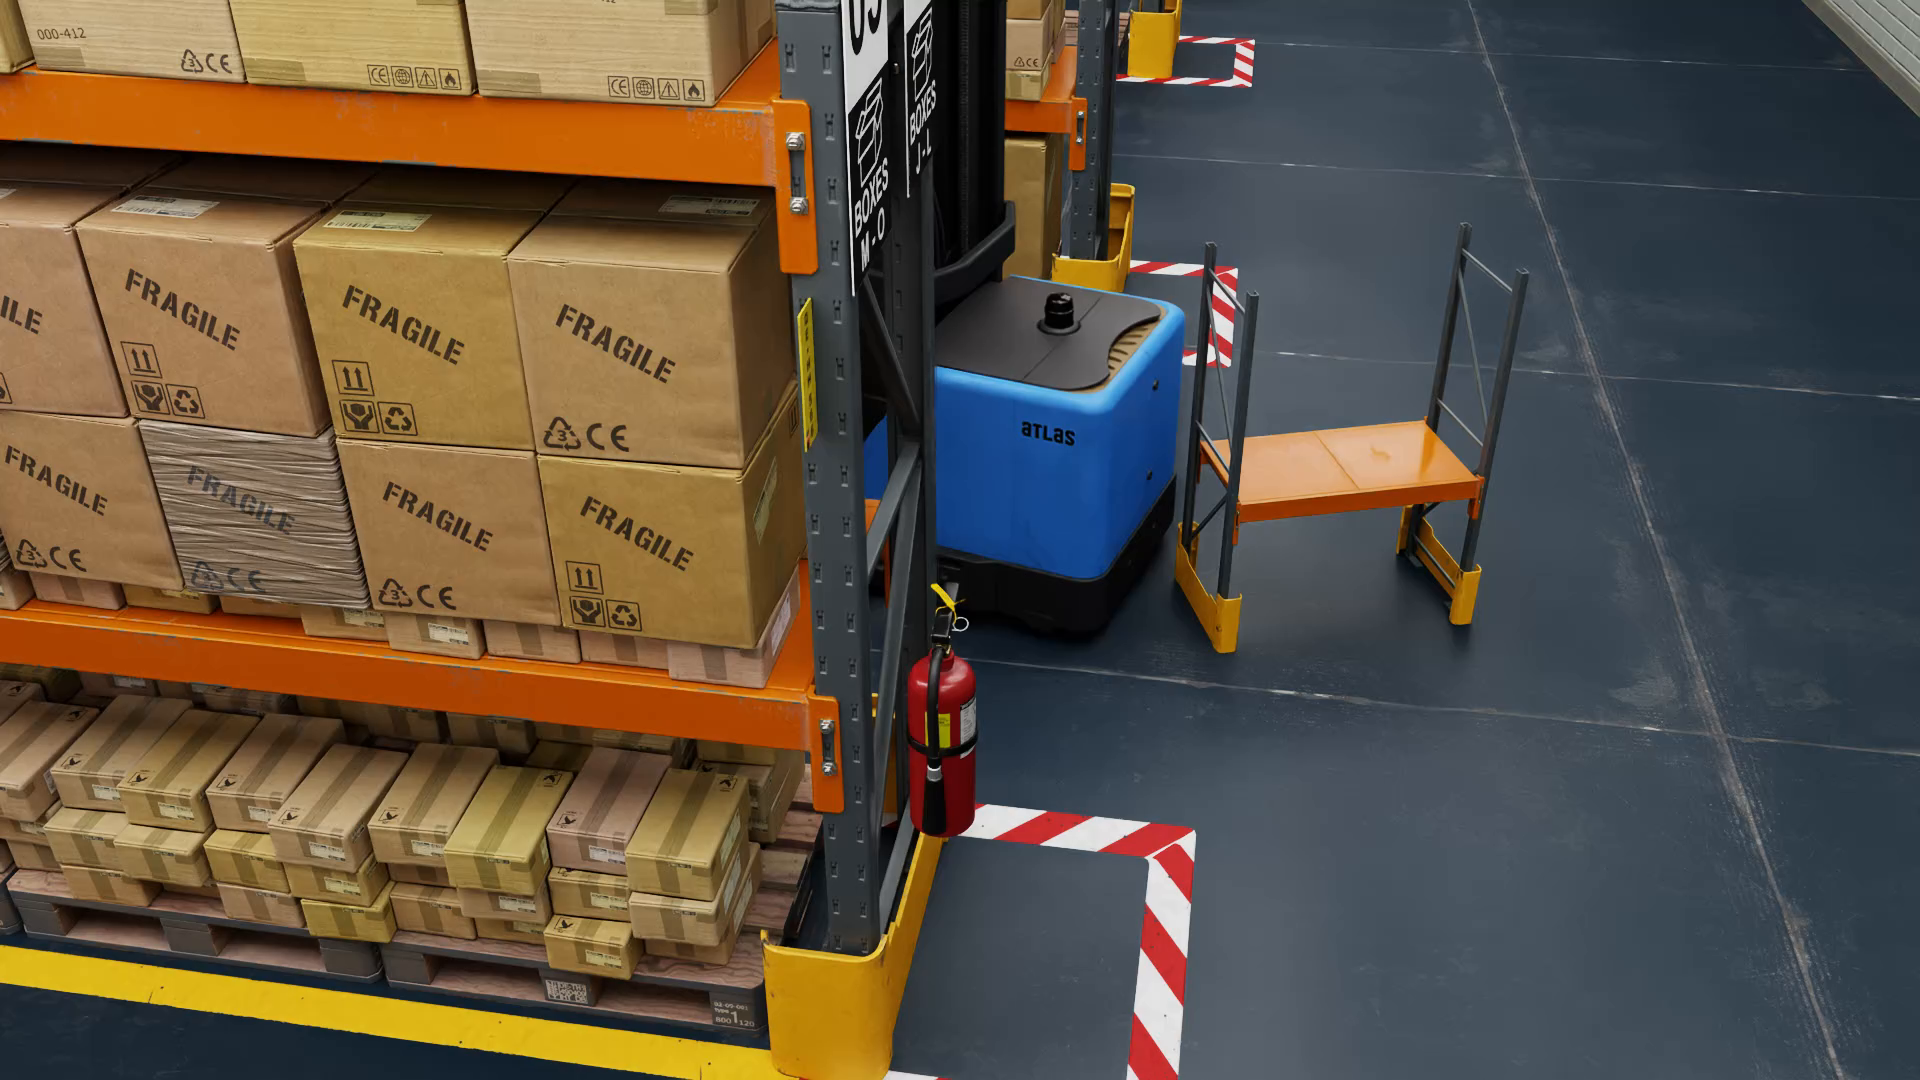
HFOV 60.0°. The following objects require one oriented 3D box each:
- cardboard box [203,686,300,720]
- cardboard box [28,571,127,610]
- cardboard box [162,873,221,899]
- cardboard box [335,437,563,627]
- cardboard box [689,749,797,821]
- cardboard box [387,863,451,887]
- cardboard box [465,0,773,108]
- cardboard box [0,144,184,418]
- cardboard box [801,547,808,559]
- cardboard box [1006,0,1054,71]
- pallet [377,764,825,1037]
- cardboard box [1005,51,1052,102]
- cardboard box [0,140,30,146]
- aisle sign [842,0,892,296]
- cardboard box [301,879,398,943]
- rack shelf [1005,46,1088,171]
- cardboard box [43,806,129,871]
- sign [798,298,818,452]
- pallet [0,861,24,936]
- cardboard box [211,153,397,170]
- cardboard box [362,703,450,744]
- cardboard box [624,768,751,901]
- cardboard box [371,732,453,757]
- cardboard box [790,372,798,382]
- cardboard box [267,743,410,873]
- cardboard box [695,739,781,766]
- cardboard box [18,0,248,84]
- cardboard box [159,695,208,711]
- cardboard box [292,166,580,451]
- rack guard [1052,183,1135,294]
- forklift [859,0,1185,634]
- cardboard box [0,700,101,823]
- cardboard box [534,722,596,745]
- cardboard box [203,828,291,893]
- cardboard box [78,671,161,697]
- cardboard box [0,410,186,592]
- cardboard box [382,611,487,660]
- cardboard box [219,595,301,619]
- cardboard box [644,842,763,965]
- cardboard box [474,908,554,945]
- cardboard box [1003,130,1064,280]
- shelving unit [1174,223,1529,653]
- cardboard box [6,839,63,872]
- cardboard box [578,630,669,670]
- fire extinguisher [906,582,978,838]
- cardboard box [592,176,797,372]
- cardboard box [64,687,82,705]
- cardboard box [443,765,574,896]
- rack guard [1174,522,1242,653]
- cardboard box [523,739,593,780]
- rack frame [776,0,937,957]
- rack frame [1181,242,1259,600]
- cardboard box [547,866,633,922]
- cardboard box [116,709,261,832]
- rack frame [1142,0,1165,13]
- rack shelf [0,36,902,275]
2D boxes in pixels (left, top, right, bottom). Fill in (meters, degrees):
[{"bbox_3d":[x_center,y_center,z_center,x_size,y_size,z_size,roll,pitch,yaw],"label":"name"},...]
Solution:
[{"bbox_3d":[-2.239,0.456,5.425,0.250,0.149,0.380,5,32,8],"label":"cardboard box"},{"bbox_3d":[-2.356,0.019,4.629,0.250,0.149,0.380,6,33,10],"label":"cardboard box"},{"bbox_3d":[-2.296,0.934,5.222,0.250,0.149,0.380,6,33,10],"label":"cardboard box"},{"bbox_3d":[-1.209,-0.141,4.273,0.500,0.500,0.500,5,32,7],"label":"cardboard box"},{"bbox_3d":[-0.689,0.705,5.307,0.250,0.149,0.380,6,33,10],"label":"cardboard box"},{"bbox_3d":[-1.544,0.865,5.052,0.250,0.149,0.380,5,32,8],"label":"cardboard box"},{"bbox_3d":[-0.708,-1.128,3.540,0.500,0.250,0.500,5,32,7],"label":"cardboard box"},{"bbox_3d":[-2.244,-0.654,4.150,0.500,0.500,0.500,4,32,7],"label":"cardboard box"},{"bbox_3d":[-0.480,-0.112,4.839,0.250,0.149,0.380,5,32,8],"label":"cardboard box"},{"bbox_3d":[0.196,-2.570,8.390,0.500,0.250,0.500,5,32,7],"label":"cardboard box"},{"bbox_3d":[-1.085,1.066,5.348,1.213,0.211,1.003,5,32,8],"label":"pallet"},{"bbox_3d":[0.312,-2.356,8.424,0.250,0.149,0.380,6,33,9],"label":"cardboard box"},{"bbox_3d":[-2.637,-0.971,4.657,0.500,0.500,0.500,6,33,9],"label":"cardboard box"},{"bbox_3d":[-0.194,-0.957,3.501,0.004,0.787,0.394,5,32,8],"label":"aisle sign"},{"bbox_3d":[-1.794,1.030,5.068,0.250,0.149,0.380,4,32,6],"label":"cardboard box"},{"bbox_3d":[-1.253,-2.477,9.058,4.000,0.370,1.077,5,32,8],"label":"rack shelf"},{"bbox_3d":[-2.573,0.825,5.115,0.250,0.149,0.380,5,32,8],"label":"cardboard box"},{"bbox_3d":[-0.329,-0.355,3.600,0.005,0.325,0.100,5,32,8],"label":"sign"},{"bbox_3d":[-3.491,0.848,5.696,1.213,0.211,1.003,5,32,8],"label":"pallet"},{"bbox_3d":[-1.621,-0.889,4.527,0.500,0.500,0.500,4,32,7],"label":"cardboard box"},{"bbox_3d":[-1.724,0.476,5.393,0.250,0.149,0.380,6,33,10],"label":"cardboard box"},{"bbox_3d":[-0.780,0.845,4.803,0.250,0.149,0.380,6,32,9],"label":"cardboard box"},{"bbox_3d":[-1.718,0.622,5.440,0.250,0.149,0.380,4,32,6],"label":"cardboard box"},{"bbox_3d":[-0.612,-0.371,4.642,0.500,0.500,0.500,7,33,11],"label":"cardboard box"},{"bbox_3d":[-1.813,0.785,4.899,0.250,0.149,0.380,6,33,10],"label":"cardboard box"},{"bbox_3d":[-0.675,0.535,5.298,0.250,0.149,0.380,4,32,6],"label":"cardboard box"},{"bbox_3d":[-1.699,-1.221,3.688,0.500,0.250,0.500,7,33,10],"label":"cardboard box"},{"bbox_3d":[-2.513,0.544,5.565,0.250,0.149,0.380,4,32,6],"label":"cardboard box"},{"bbox_3d":[-1.208,-0.567,4.011,0.500,0.500,0.500,4,32,7],"label":"cardboard box"},{"bbox_3d":[0.742,-1.542,9.242,0.348,0.500,1.175,5,32,8],"label":"rack guard"},{"bbox_3d":[-0.631,-1.386,6.701,3.031,2.935,1.130,14,35,20],"label":"forklift"},{"bbox_3d":[-2.837,0.671,5.081,0.250,0.149,0.380,6,33,9],"label":"cardboard box"},{"bbox_3d":[-1.194,0.484,5.380,0.250,0.149,0.380,5,32,8],"label":"cardboard box"},{"bbox_3d":[-2.059,0.871,5.043,0.250,0.149,0.380,7,33,11],"label":"cardboard box"},{"bbox_3d":[-2.734,0.359,5.580,0.250,0.149,0.380,4,32,6],"label":"cardboard box"},{"bbox_3d":[-2.200,-0.231,4.417,0.500,0.500,0.500,7,33,11],"label":"cardboard box"},{"bbox_3d":[-1.328,0.140,4.436,0.250,0.149,0.380,6,33,10],"label":"cardboard box"},{"bbox_3d":[-1.839,0.046,4.586,0.250,0.149,0.380,4,32,6],"label":"cardboard box"},{"bbox_3d":[-0.770,1.074,4.998,0.250,0.149,0.380,6,32,9],"label":"cardboard box"},{"bbox_3d":[-1.286,1.036,5.060,0.250,0.149,0.380,5,32,8],"label":"cardboard box"},{"bbox_3d":[0.074,-1.896,9.059,0.875,0.875,0.875,5,32,8],"label":"cardboard box"},{"bbox_3d":[1.485,-0.397,6.470,1.083,1.500,0.587,-6,33,-9],"label":"shelving unit"},{"bbox_3d":[-2.808,0.877,5.314,0.250,0.149,0.380,4,32,6],"label":"cardboard box"},{"bbox_3d":[-0.823,0.165,4.396,0.250,0.149,0.380,5,32,8],"label":"cardboard box"},{"bbox_3d":[-0.045,0.436,4.150,0.183,0.674,0.296,5,32,8],"label":"fire extinguisher"},{"bbox_3d":[-0.613,-0.790,4.367,0.500,0.500,0.500,5,32,8],"label":"cardboard box"},{"bbox_3d":[-3.028,0.497,5.640,0.250,0.149,0.380,5,32,9],"label":"cardboard box"},{"bbox_3d":[-1.295,0.836,4.818,0.250,0.149,0.380,4,32,7],"label":"cardboard box"},{"bbox_3d":[0.997,0.184,6.720,0.087,0.250,0.587,-6,33,-9],"label":"rack guard"},{"bbox_3d":[-1.205,0.675,5.355,0.250,0.149,0.380,6,32,9],"label":"cardboard box"},{"bbox_3d":[-0.216,-0.018,4.452,0.127,3.000,1.000,5,32,8],"label":"rack frame"},{"bbox_3d":[0.978,-0.343,6.385,0.032,1.500,0.500,-6,33,-9],"label":"rack frame"},{"bbox_3d":[-1.032,0.937,4.937,0.250,0.149,0.380,4,32,7],"label":"cardboard box"},{"bbox_3d":[-2.318,0.695,5.043,0.250,0.149,0.380,5,32,8],"label":"cardboard box"},{"bbox_3d":[1.552,-5.194,12.721,0.127,3.000,1.000,5,32,8],"label":"rack frame"},{"bbox_3d":[-2.187,-1.163,4.132,4.000,0.370,1.077,5,32,8],"label":"rack shelf"}]
